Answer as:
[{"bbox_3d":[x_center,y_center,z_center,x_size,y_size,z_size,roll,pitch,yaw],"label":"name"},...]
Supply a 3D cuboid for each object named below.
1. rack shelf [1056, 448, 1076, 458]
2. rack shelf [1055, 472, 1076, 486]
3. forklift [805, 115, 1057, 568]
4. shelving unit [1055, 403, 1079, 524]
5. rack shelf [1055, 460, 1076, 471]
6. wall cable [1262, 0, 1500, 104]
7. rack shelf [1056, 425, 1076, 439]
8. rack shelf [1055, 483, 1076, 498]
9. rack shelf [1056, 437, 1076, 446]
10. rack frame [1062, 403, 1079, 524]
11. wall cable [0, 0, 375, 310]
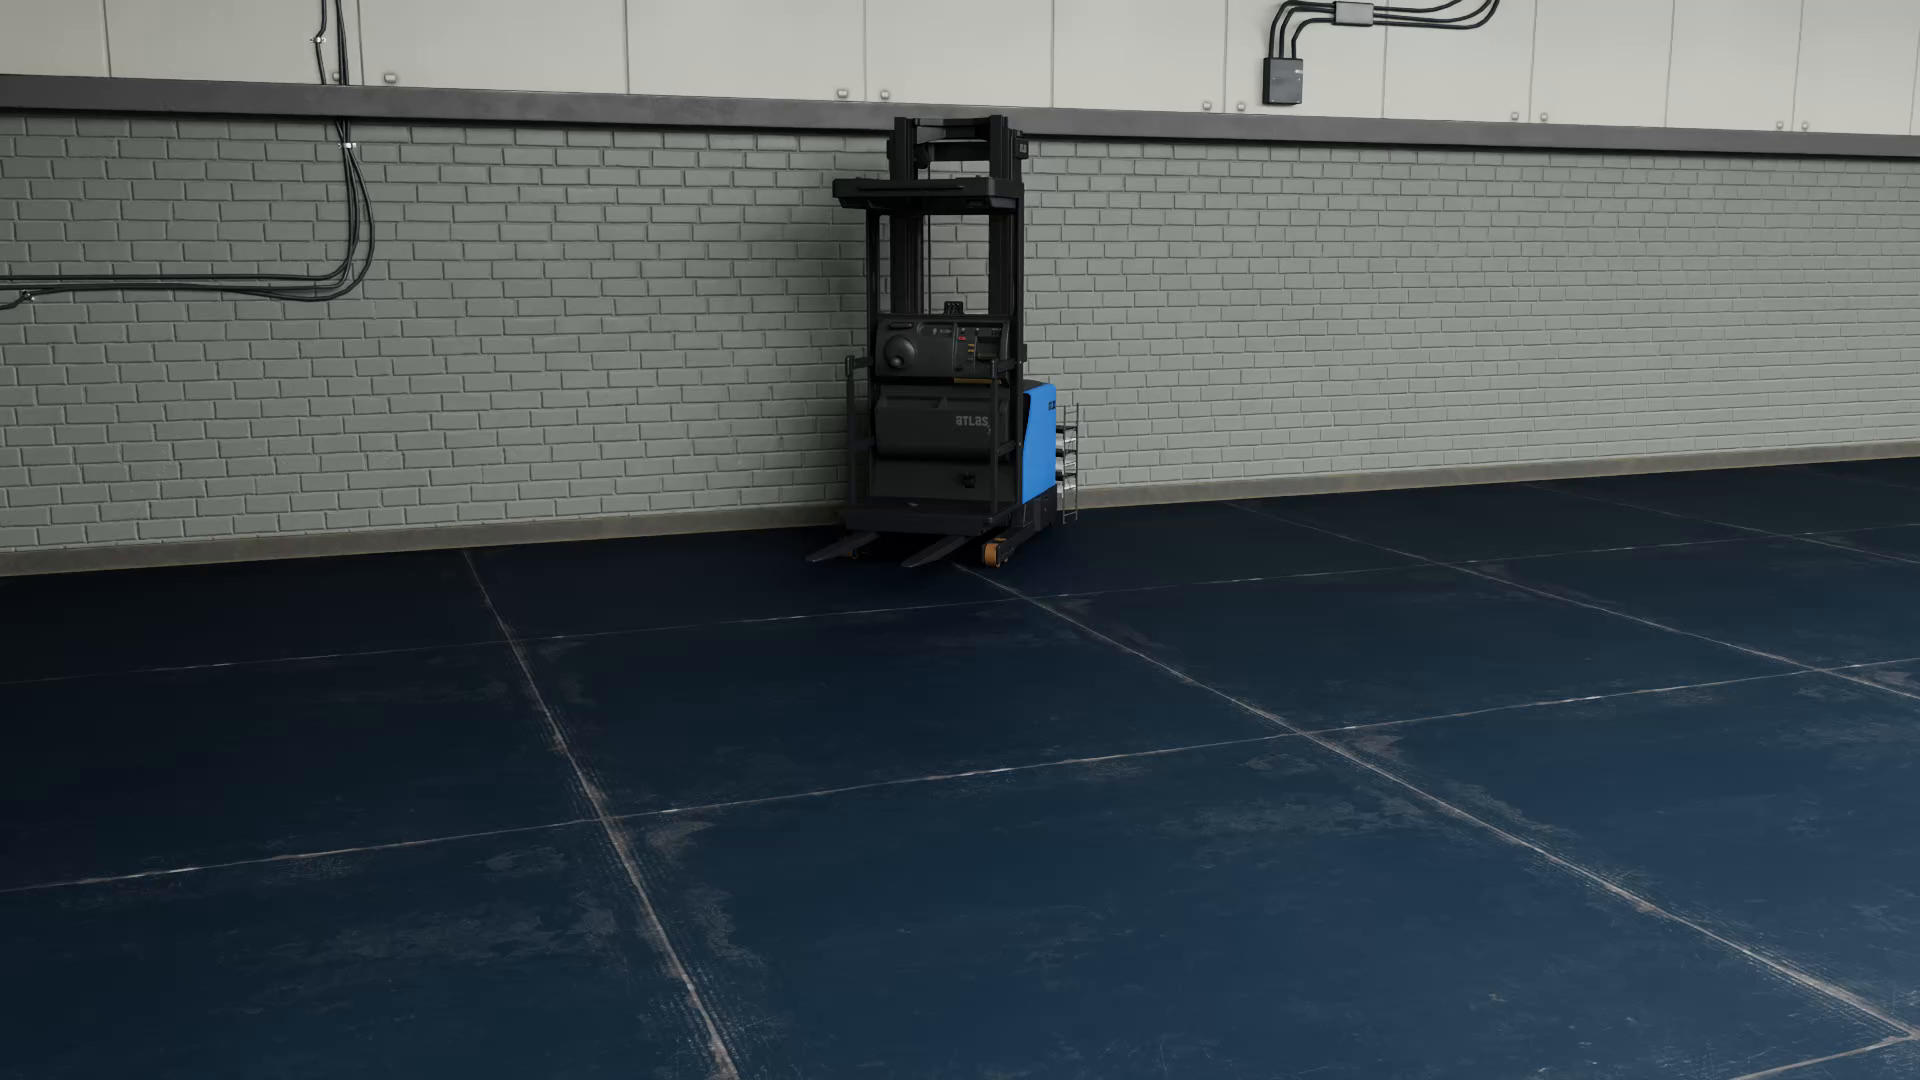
[{"bbox_3d":[0.752,-0.647,12.666,0.200,0.077,0.258,6,12,30],"label":"rack shelf"},{"bbox_3d":[0.752,-0.470,12.697,0.200,0.077,0.258,6,12,30],"label":"rack shelf"},{"bbox_3d":[-0.178,-1.338,11.073,1.130,2.935,3.031,3,11,16],"label":"forklift"},{"bbox_3d":[0.752,-0.591,12.676,0.210,0.900,0.258,6,12,30],"label":"shelving unit"},{"bbox_3d":[0.752,-0.559,12.682,0.200,0.077,0.258,6,12,30],"label":"rack shelf"},{"bbox_3d":[3.525,-6.520,13.166,2.305,6.003,0.169,-4,11,-21],"label":"wall cable"},{"bbox_3d":[0.752,-0.824,12.634,0.200,0.077,0.258,6,12,30],"label":"rack shelf"},{"bbox_3d":[0.752,-0.381,12.713,0.200,0.077,0.258,6,12,30],"label":"rack shelf"},{"bbox_3d":[0.752,-0.736,12.650,0.200,0.077,0.258,6,12,30],"label":"rack shelf"},{"bbox_3d":[0.840,-0.583,12.625,0.006,0.900,0.240,6,12,30],"label":"rack frame"},{"bbox_3d":[-5.329,-2.717,10.363,3.097,2.526,0.112,-4,11,-21],"label":"wall cable"}]
